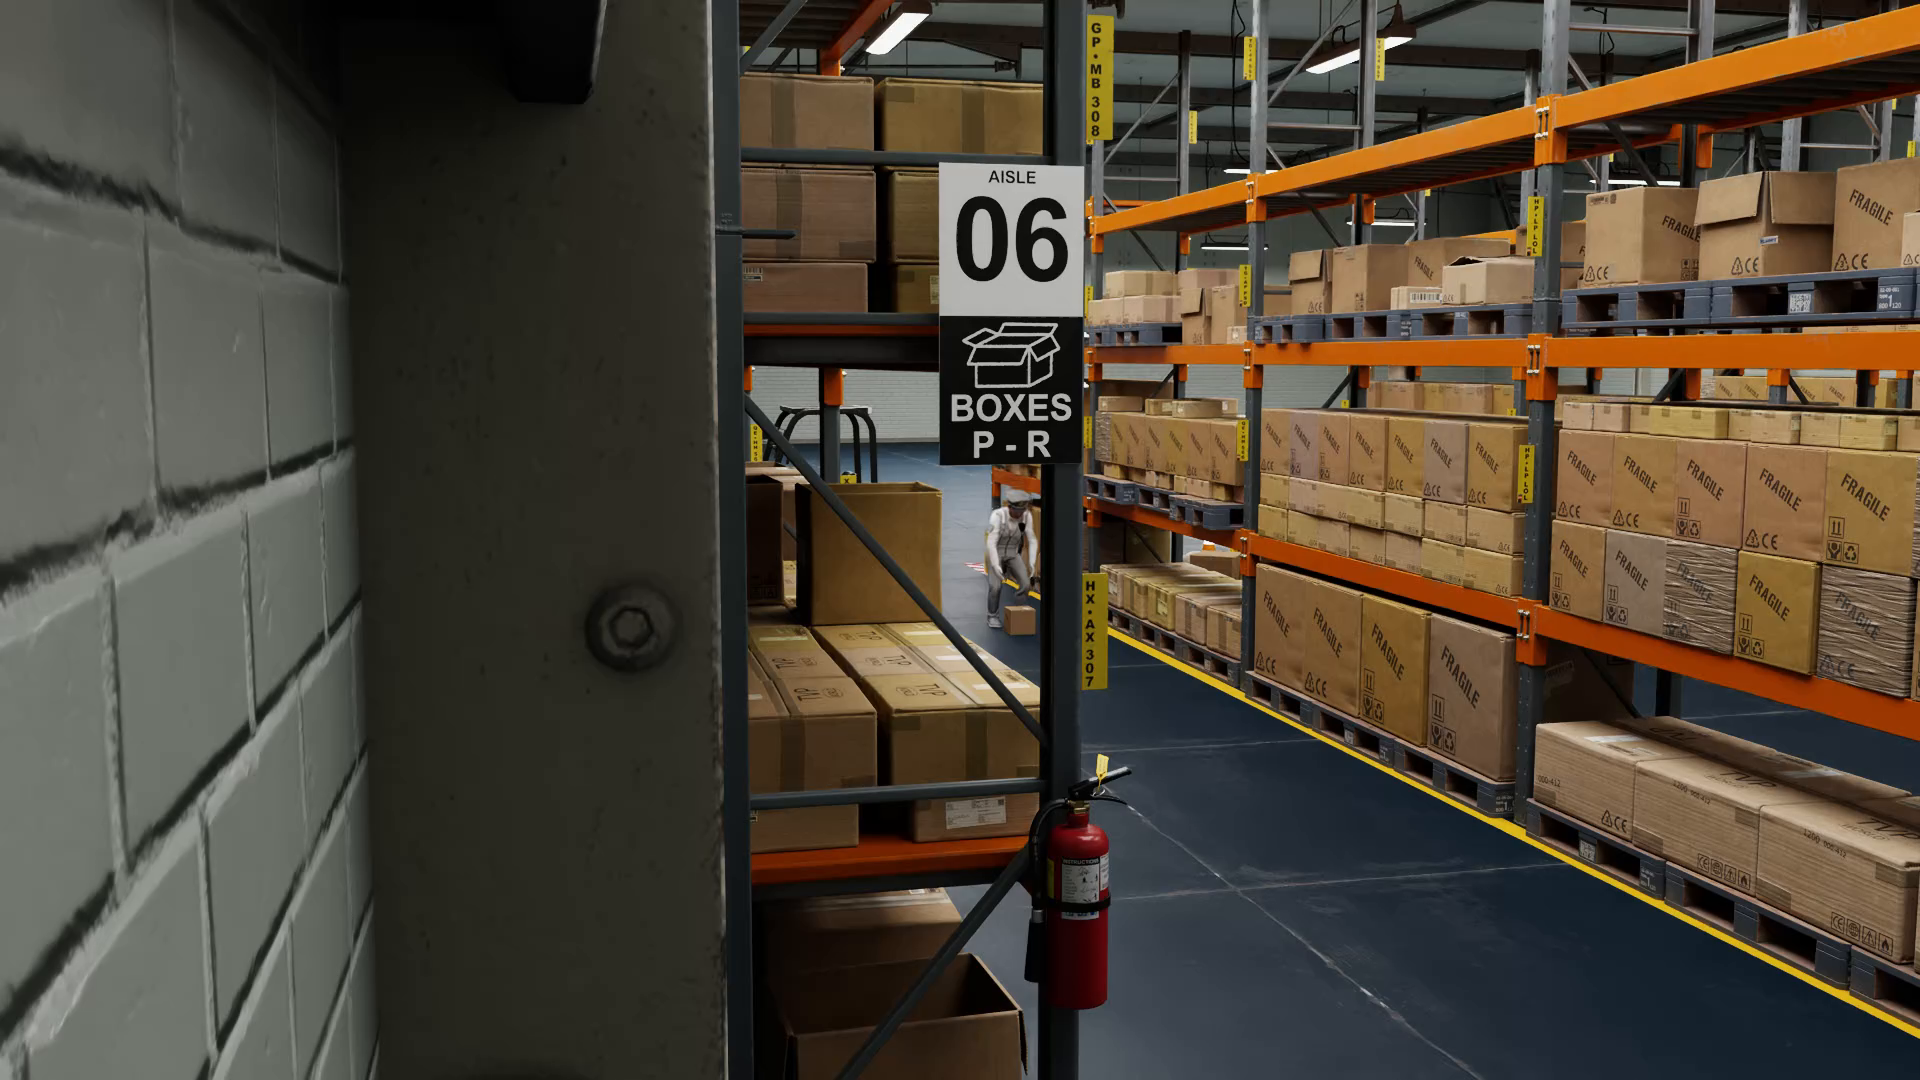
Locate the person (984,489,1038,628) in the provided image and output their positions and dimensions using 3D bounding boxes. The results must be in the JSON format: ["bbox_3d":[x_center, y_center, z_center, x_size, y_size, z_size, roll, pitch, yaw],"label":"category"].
[{"bbox_3d":[0.511,0.183,16.703,0.535,1.403,0.692,-2,6,-14],"label":"person"}]
